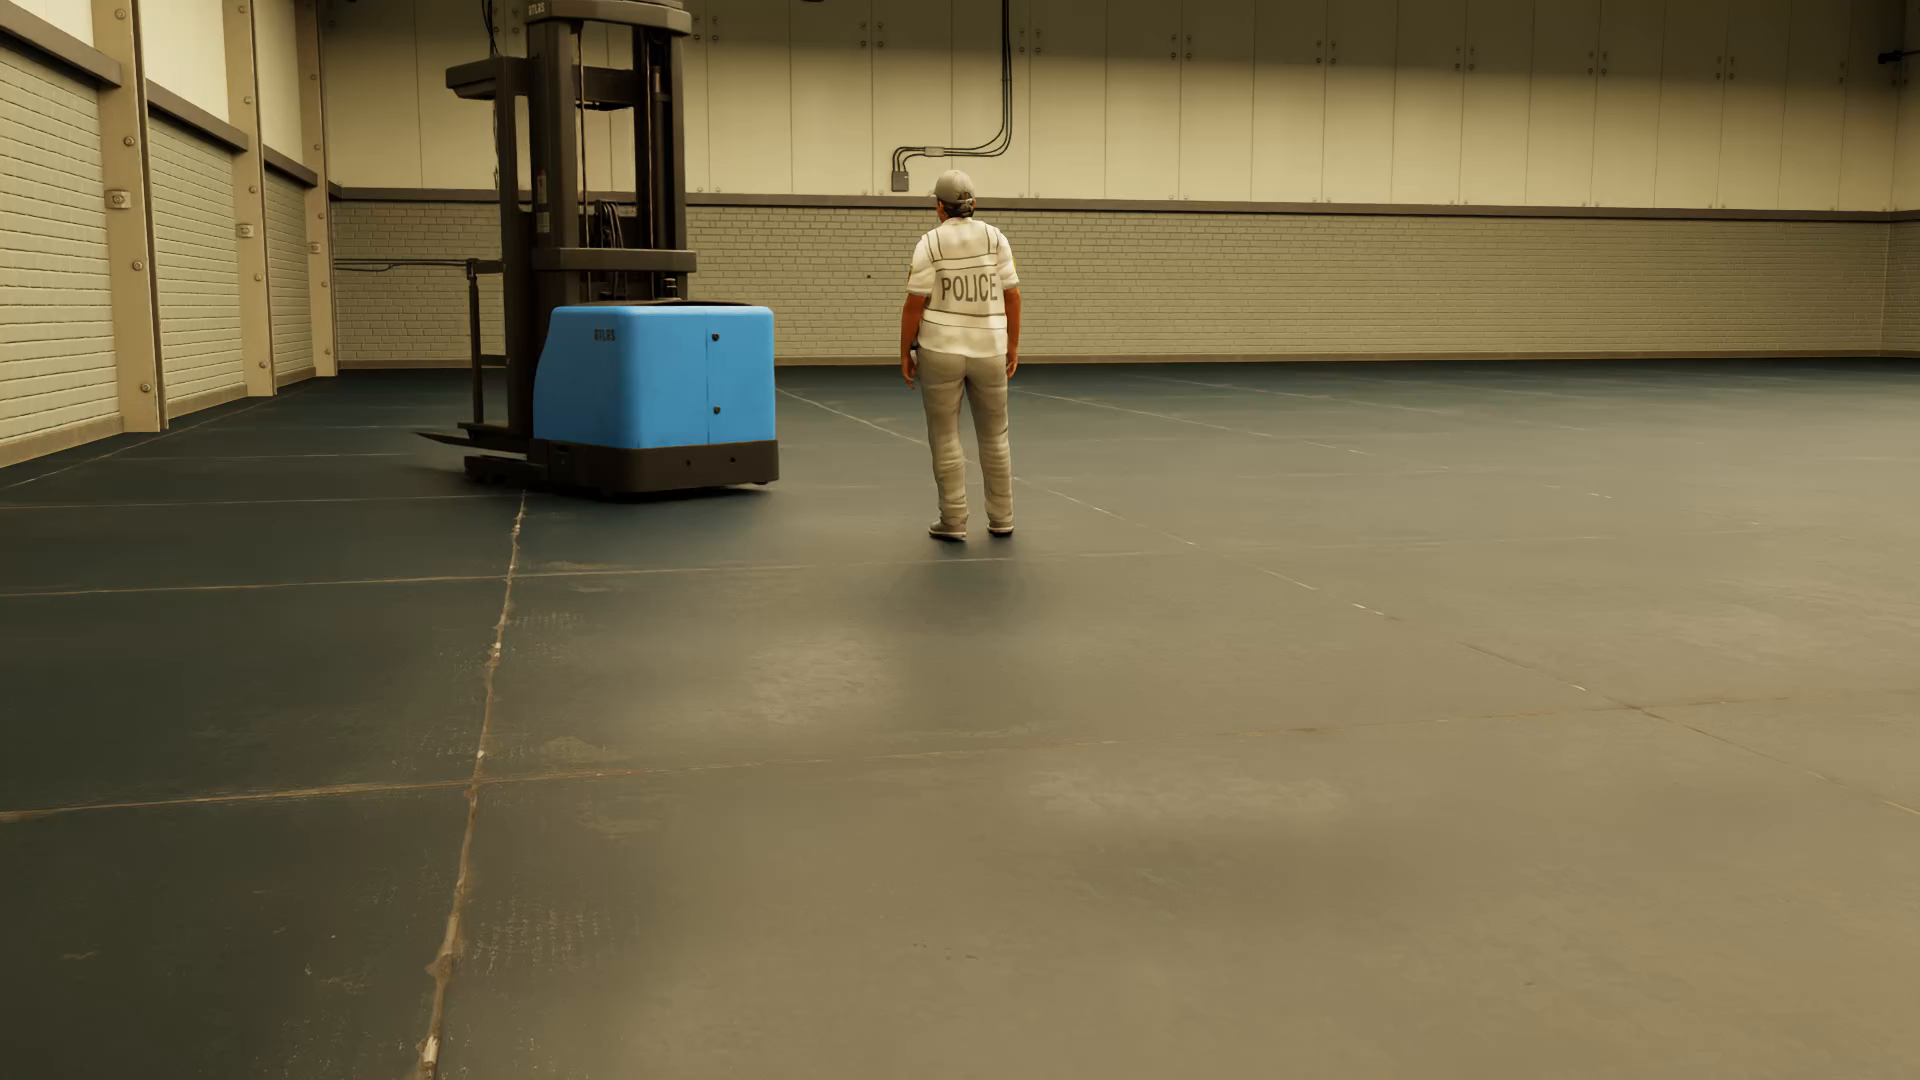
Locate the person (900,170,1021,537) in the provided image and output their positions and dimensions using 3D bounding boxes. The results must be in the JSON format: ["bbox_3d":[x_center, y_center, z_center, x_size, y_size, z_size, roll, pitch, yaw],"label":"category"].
[{"bbox_3d":[0.004,-0.843,7.670,0.598,1.670,0.529,-2,8,-13],"label":"person"}]

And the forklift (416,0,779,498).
[{"bbox_3d":[-2.421,-1.834,10.233,1.130,2.935,3.031,-7,11,-42],"label":"forklift"}]
